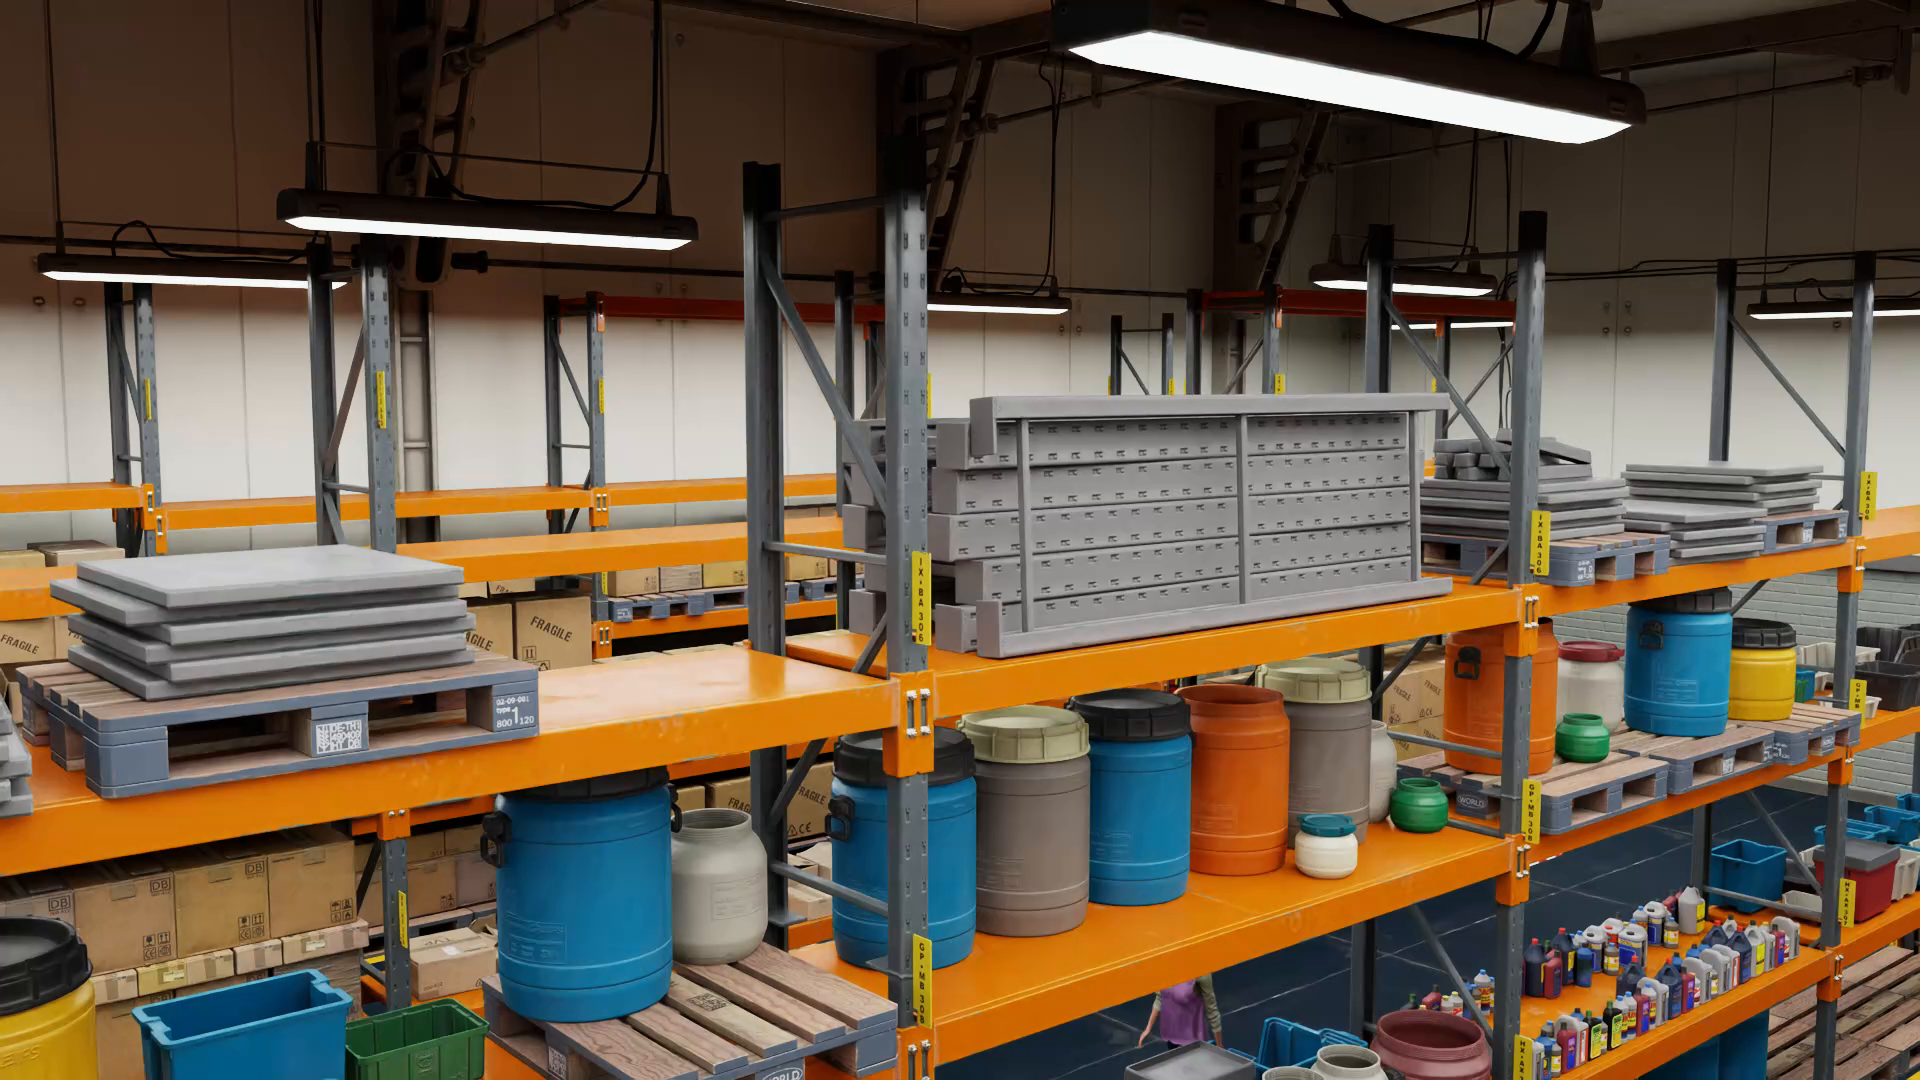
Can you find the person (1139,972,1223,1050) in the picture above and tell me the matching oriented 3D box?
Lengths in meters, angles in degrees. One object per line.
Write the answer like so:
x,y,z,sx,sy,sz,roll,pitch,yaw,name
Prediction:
1.423,3.321,11.054,1.011,1.538,0.448,-3,6,-32,person
